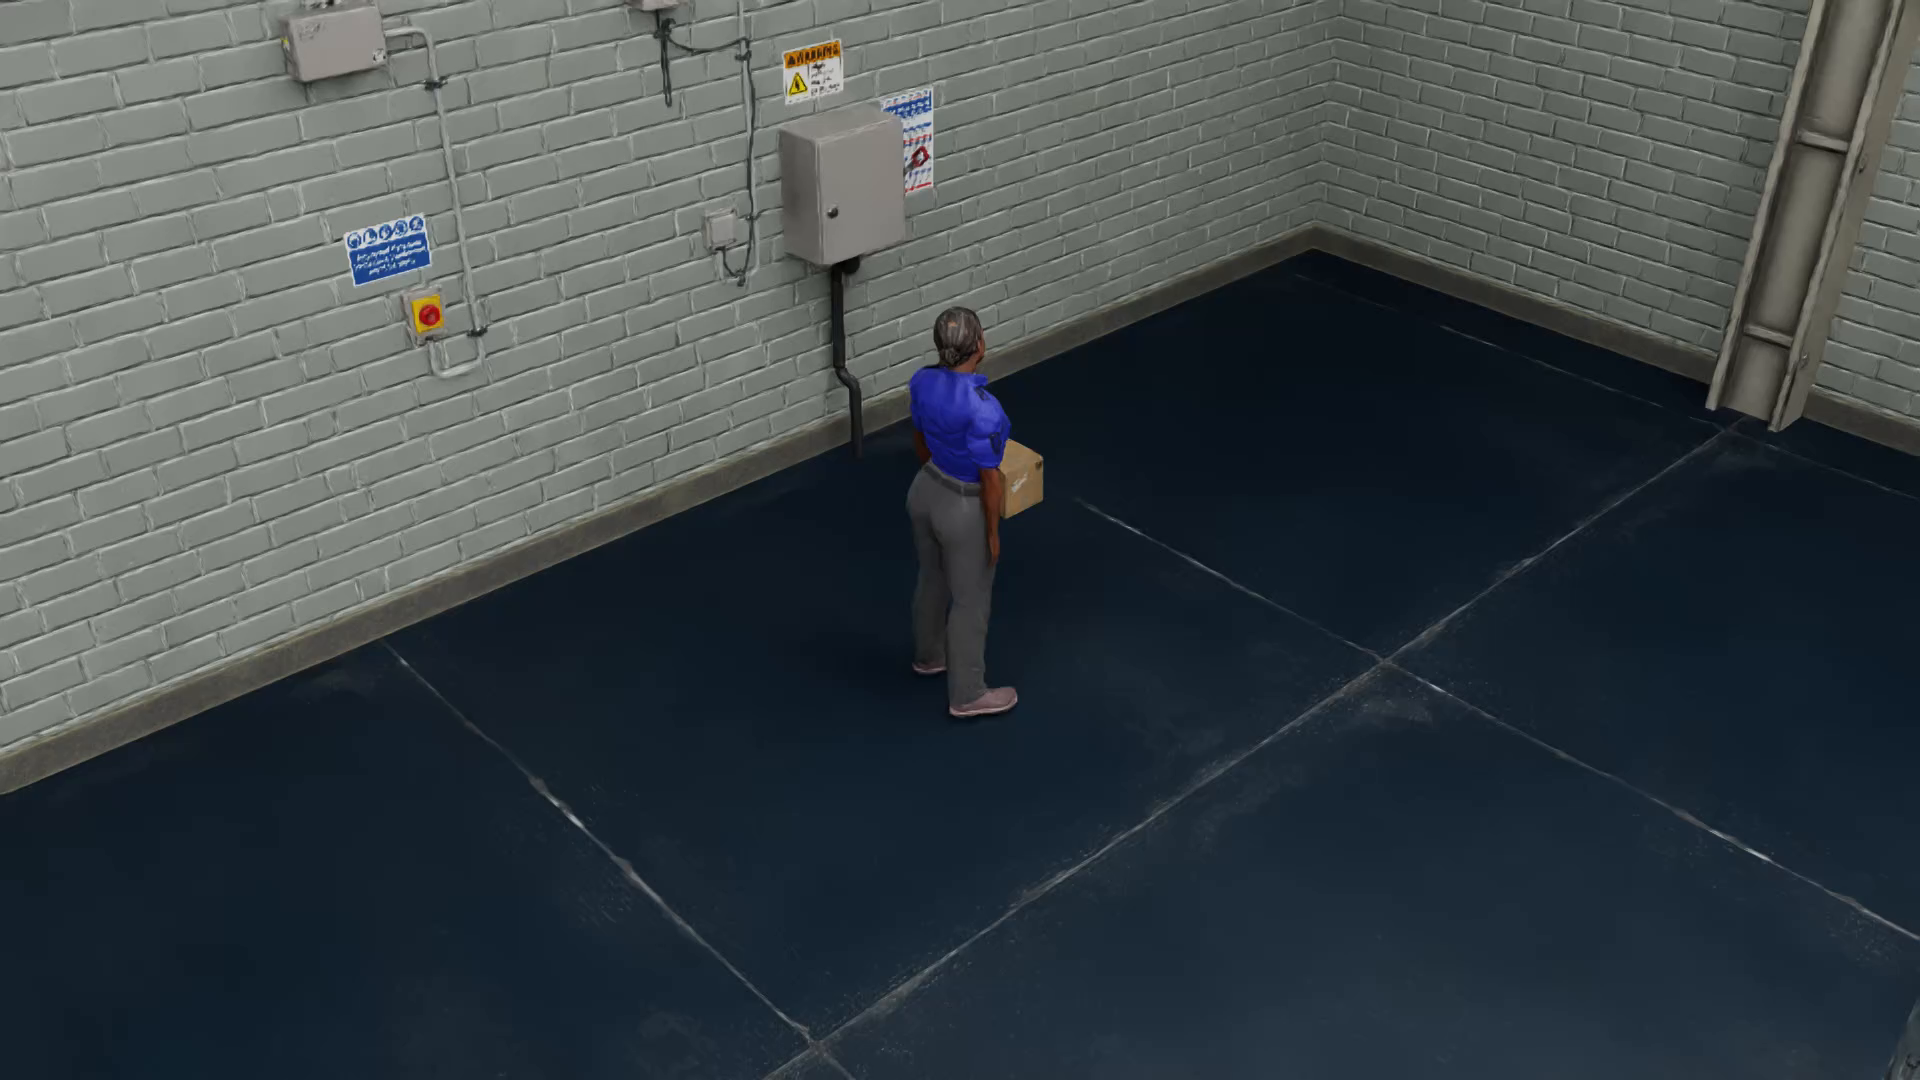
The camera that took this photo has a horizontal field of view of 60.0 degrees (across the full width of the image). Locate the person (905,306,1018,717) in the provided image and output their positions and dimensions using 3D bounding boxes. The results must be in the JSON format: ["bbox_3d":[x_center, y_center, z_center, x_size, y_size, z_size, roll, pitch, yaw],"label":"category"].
[{"bbox_3d":[0.005,-0.113,6.282,0.355,1.665,0.489,-24,39,-34],"label":"person"}]
